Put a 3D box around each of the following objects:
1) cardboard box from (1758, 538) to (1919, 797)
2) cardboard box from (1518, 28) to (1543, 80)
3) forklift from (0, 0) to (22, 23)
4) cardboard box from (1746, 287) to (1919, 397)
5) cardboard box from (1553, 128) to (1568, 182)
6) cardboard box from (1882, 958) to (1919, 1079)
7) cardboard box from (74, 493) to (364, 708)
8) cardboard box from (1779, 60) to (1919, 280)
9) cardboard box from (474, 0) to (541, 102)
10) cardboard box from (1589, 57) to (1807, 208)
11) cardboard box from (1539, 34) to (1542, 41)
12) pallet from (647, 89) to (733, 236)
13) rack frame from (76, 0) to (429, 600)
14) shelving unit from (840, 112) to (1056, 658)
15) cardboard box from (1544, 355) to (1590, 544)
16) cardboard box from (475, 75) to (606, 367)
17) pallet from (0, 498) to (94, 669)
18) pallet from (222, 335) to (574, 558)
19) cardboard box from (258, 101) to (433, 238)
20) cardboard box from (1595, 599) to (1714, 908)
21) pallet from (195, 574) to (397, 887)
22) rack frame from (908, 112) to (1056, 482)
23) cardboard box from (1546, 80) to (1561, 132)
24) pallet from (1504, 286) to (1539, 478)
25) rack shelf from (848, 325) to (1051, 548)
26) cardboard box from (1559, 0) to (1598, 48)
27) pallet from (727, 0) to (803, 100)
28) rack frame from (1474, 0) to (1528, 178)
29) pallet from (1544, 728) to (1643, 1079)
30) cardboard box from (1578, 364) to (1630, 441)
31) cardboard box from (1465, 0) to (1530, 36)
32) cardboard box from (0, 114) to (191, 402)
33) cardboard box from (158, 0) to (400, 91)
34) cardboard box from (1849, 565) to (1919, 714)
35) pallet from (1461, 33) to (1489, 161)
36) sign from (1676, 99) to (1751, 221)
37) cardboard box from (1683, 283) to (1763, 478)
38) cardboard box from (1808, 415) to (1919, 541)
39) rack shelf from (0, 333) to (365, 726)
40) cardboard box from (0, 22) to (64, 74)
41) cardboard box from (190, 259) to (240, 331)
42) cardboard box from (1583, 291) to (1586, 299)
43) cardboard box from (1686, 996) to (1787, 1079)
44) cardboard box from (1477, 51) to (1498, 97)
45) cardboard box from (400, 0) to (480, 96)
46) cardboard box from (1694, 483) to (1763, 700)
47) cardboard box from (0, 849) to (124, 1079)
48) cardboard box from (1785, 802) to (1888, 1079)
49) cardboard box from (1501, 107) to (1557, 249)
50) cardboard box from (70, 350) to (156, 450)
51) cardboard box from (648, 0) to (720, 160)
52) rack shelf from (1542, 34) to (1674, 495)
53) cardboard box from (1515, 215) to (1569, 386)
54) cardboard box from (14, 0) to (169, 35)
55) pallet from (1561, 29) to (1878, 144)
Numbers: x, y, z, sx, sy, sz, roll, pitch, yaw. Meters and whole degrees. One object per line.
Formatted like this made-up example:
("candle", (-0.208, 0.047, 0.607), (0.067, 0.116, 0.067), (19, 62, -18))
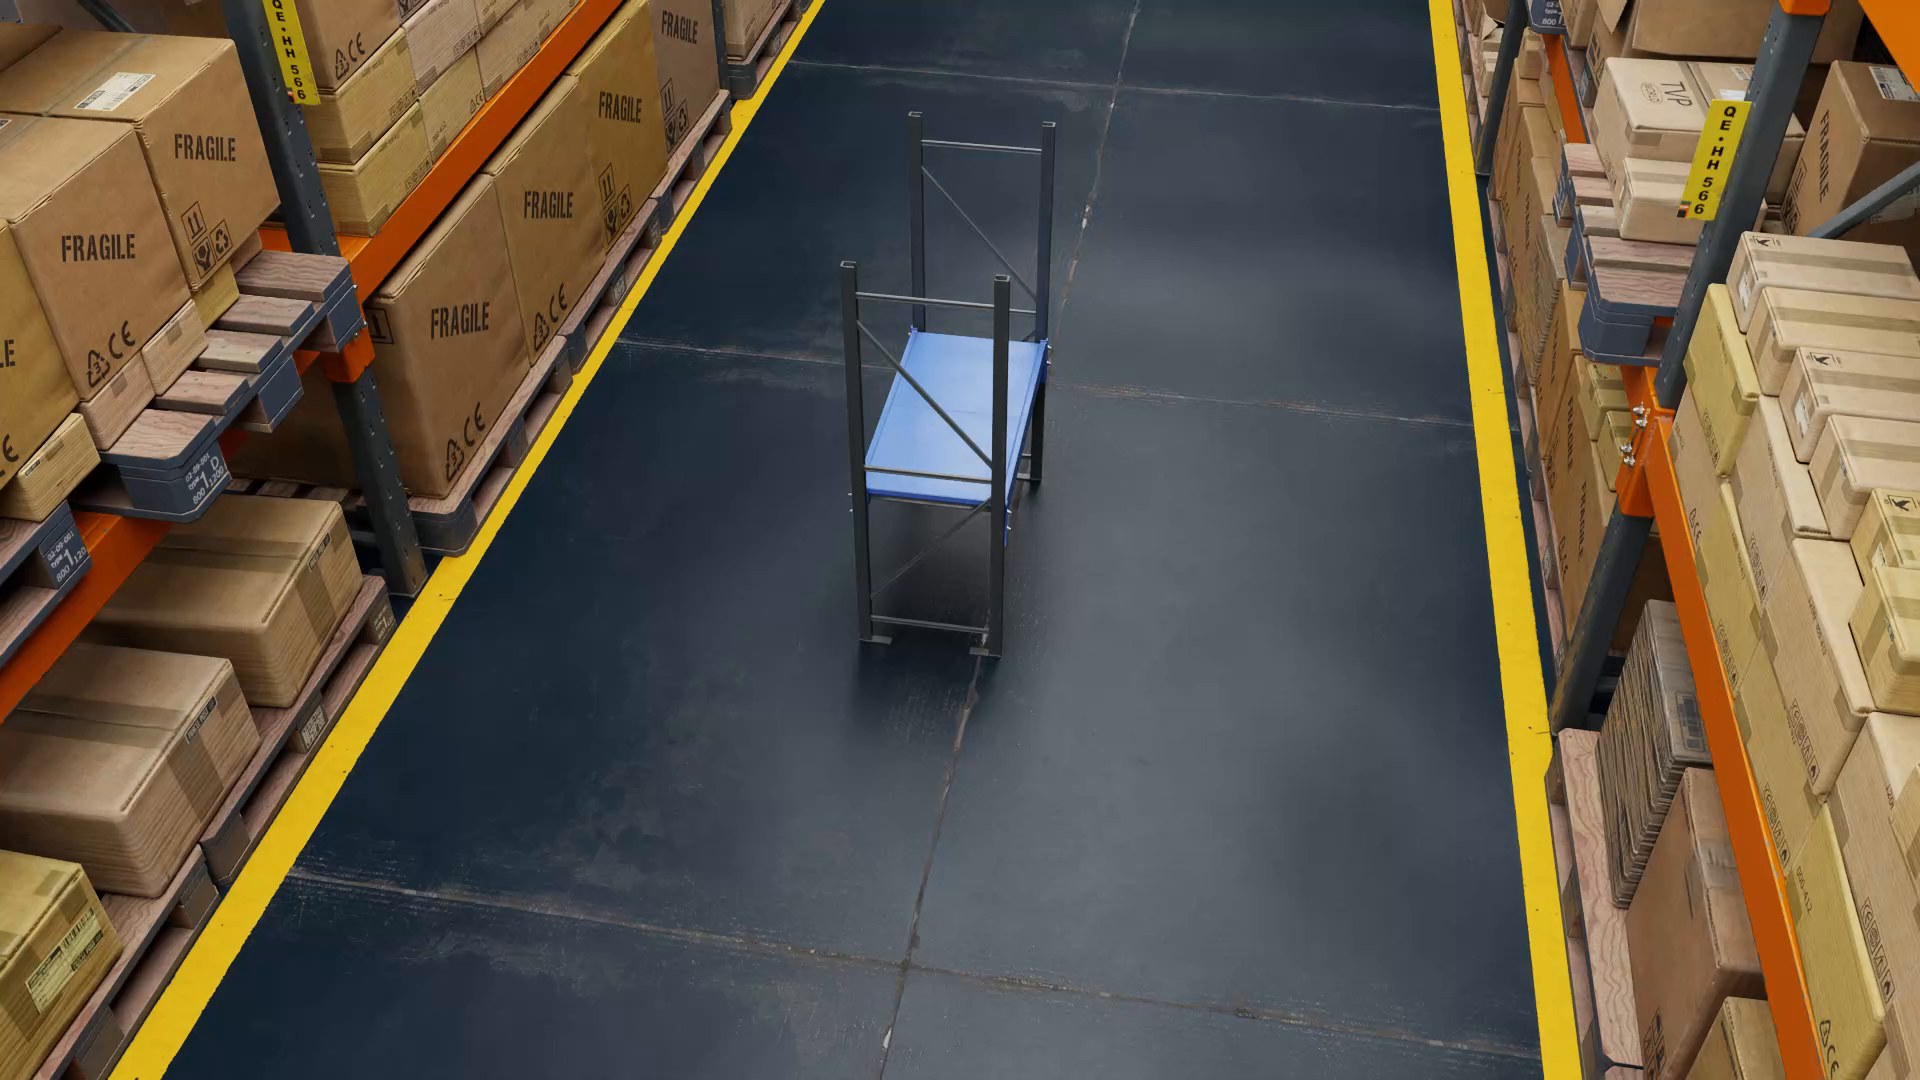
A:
("cardboard box", (1.932, 0.269, 3.296), (0.500, 0.250, 0.500), (5, 40, 7))
("cardboard box", (2.813, -2.252, 7.742), (0.380, 0.149, 0.250), (8, 40, 10))
("forklift", (-4.801, -2.025, 6.399), (1.130, 2.935, 3.031), (8, 40, 10))
("cardboard box", (2.055, -0.442, 3.843), (0.380, 0.149, 0.250), (7, 40, 9))
("cardboard box", (2.694, -1.581, 6.931), (0.380, 0.149, 0.250), (6, 40, 8))
("cardboard box", (1.762, 0.907, 2.525), (0.500, 0.250, 0.500), (7, 40, 9))
("cardboard box", (-2.552, 0.171, 5.422), (0.950, 0.372, 0.625), (4, 40, 5))
("cardboard box", (2.688, -0.995, 4.691), (0.500, 0.500, 0.500), (8, 40, 10))
("cardboard box", (-1.944, -1.908, 6.321), (0.500, 0.250, 0.500), (8, 40, 9))
("cardboard box", (2.309, -1.290, 5.245), (0.500, 0.250, 0.500), (5, 40, 6))
("cardboard box", (2.873, -2.360, 7.639), (0.380, 0.149, 0.250), (6, 40, 7))
("pallet", (-1.811, -1.977, 8.475), (1.003, 0.211, 1.213), (6, 40, 8))
("rack frame", (-2.444, -1.034, 5.146), (1.000, 3.000, 0.127), (6, 40, 8))
("shelving unit", (-0.015, -0.524, 5.707), (0.538, 1.500, 1.048), (6, 40, 8))
("cardboard box", (2.403, -0.289, 5.878), (0.500, 0.500, 0.500), (6, 40, 7))
("cardboard box", (-2.085, -1.360, 6.879), (0.875, 0.875, 0.875), (7, 40, 8))
("pallet", (-2.747, 0.287, 3.699), (1.003, 0.211, 1.213), (6, 40, 8))
("pallet", (-2.234, -0.445, 6.623), (1.003, 0.211, 1.213), (6, 40, 8))
("cardboard box", (-2.112, -1.255, 5.532), (0.500, 0.250, 0.500), (6, 40, 7))
("cardboard box", (2.324, 0.655, 4.638), (0.875, 0.625, 0.625), (8, 40, 9))
("pallet", (-2.581, 0.531, 5.442), (1.003, 0.211, 1.213), (6, 40, 8))
("rack frame", (0.073, -0.844, 6.093), (0.500, 1.500, 0.032), (6, 40, 8))
("cardboard box", (2.808, -1.907, 7.325), (0.380, 0.149, 0.250), (4, 40, 5))
("pallet", (2.825, -0.642, 6.860), (1.003, 0.211, 1.213), (6, 40, 8))
("rack shelf", (-0.015, -0.386, 5.822), (0.538, 0.185, 1.000), (6, 40, 8))
("cardboard box", (2.608, -2.103, 6.031), (0.700, 0.500, 0.500), (6, 40, 7))
("pallet", (-1.544, -2.938, 9.638), (1.003, 0.211, 1.213), (6, 40, 8))
("rack frame", (3.137, -2.999, 7.523), (1.000, 3.000, 0.127), (6, 40, 8))
("pallet", (2.264, 1.099, 4.756), (1.003, 0.211, 1.213), (6, 40, 8))
("cardboard box", (2.298, -0.450, 5.563), (0.380, 0.149, 0.250), (4, 40, 5))
("cardboard box", (3.264, -3.151, 9.339), (0.700, 0.500, 0.500), (5, 40, 6))
("cardboard box", (-2.328, -0.707, 4.110), (0.500, 0.500, 0.500), (6, 40, 7))
("cardboard box", (-2.118, -1.740, 5.137), (0.500, 0.500, 0.500), (5, 40, 6))
("cardboard box", (1.887, 0.202, 3.065), (0.380, 0.149, 0.250), (7, 40, 9))
("pallet", (3.257, -2.355, 8.933), (1.003, 0.211, 1.213), (6, 40, 8))
("sign", (1.909, -0.958, 4.208), (0.100, 0.325, 0.005), (6, 40, 8))
("cardboard box", (2.103, -0.375, 4.074), (0.500, 0.250, 0.500), (6, 40, 8))
("cardboard box", (2.003, -0.112, 3.444), (0.380, 0.149, 0.250), (7, 40, 8))
("rack shelf", (-2.790, 0.499, 3.857), (1.077, 0.370, 4.000), (6, 40, 8))
("cardboard box", (-2.750, -1.092, 4.575), (0.500, 0.500, 0.500), (5, 40, 6))
("cardboard box", (-2.244, -0.691, 4.599), (0.380, 0.149, 0.250), (7, 40, 8))
("cardboard box", (2.520, -0.927, 6.141), (0.380, 0.149, 0.250), (6, 40, 7))
("cardboard box", (2.102, 1.488, 3.630), (0.875, 0.625, 0.625), (5, 40, 6))
("cardboard box", (2.944, -2.444, 8.760), (0.380, 0.149, 0.250), (5, 40, 6))
("cardboard box", (-2.023, -1.783, 5.778), (0.500, 0.250, 0.500), (7, 40, 9))
("cardboard box", (2.036, 0.136, 3.849), (0.500, 0.250, 0.500), (6, 40, 7))
("cardboard box", (-2.809, 1.110, 4.286), (0.950, 0.372, 0.625), (8, 40, 9))
("cardboard box", (1.862, 0.785, 3.064), (0.500, 0.250, 0.500), (8, 40, 9))
("cardboard box", (2.749, -1.583, 7.443), (0.500, 0.500, 0.500), (6, 40, 7))
("cardboard box", (-2.295, -0.370, 4.212), (0.380, 0.149, 0.250), (5, 40, 6))
("cardboard box", (-1.781, -2.489, 8.244), (0.875, 0.875, 0.875), (8, 40, 9))
("rack shelf", (2.791, -1.466, 6.234), (1.077, 0.370, 4.000), (6, 40, 8))
("cardboard box", (2.563, -0.946, 6.672), (0.500, 0.500, 0.500), (5, 40, 6))
("cardboard box", (-2.613, -1.811, 5.223), (0.500, 0.500, 0.500), (5, 40, 6))
("pallet", (2.777, -1.636, 6.025), (1.003, 0.211, 1.213), (6, 40, 8))
